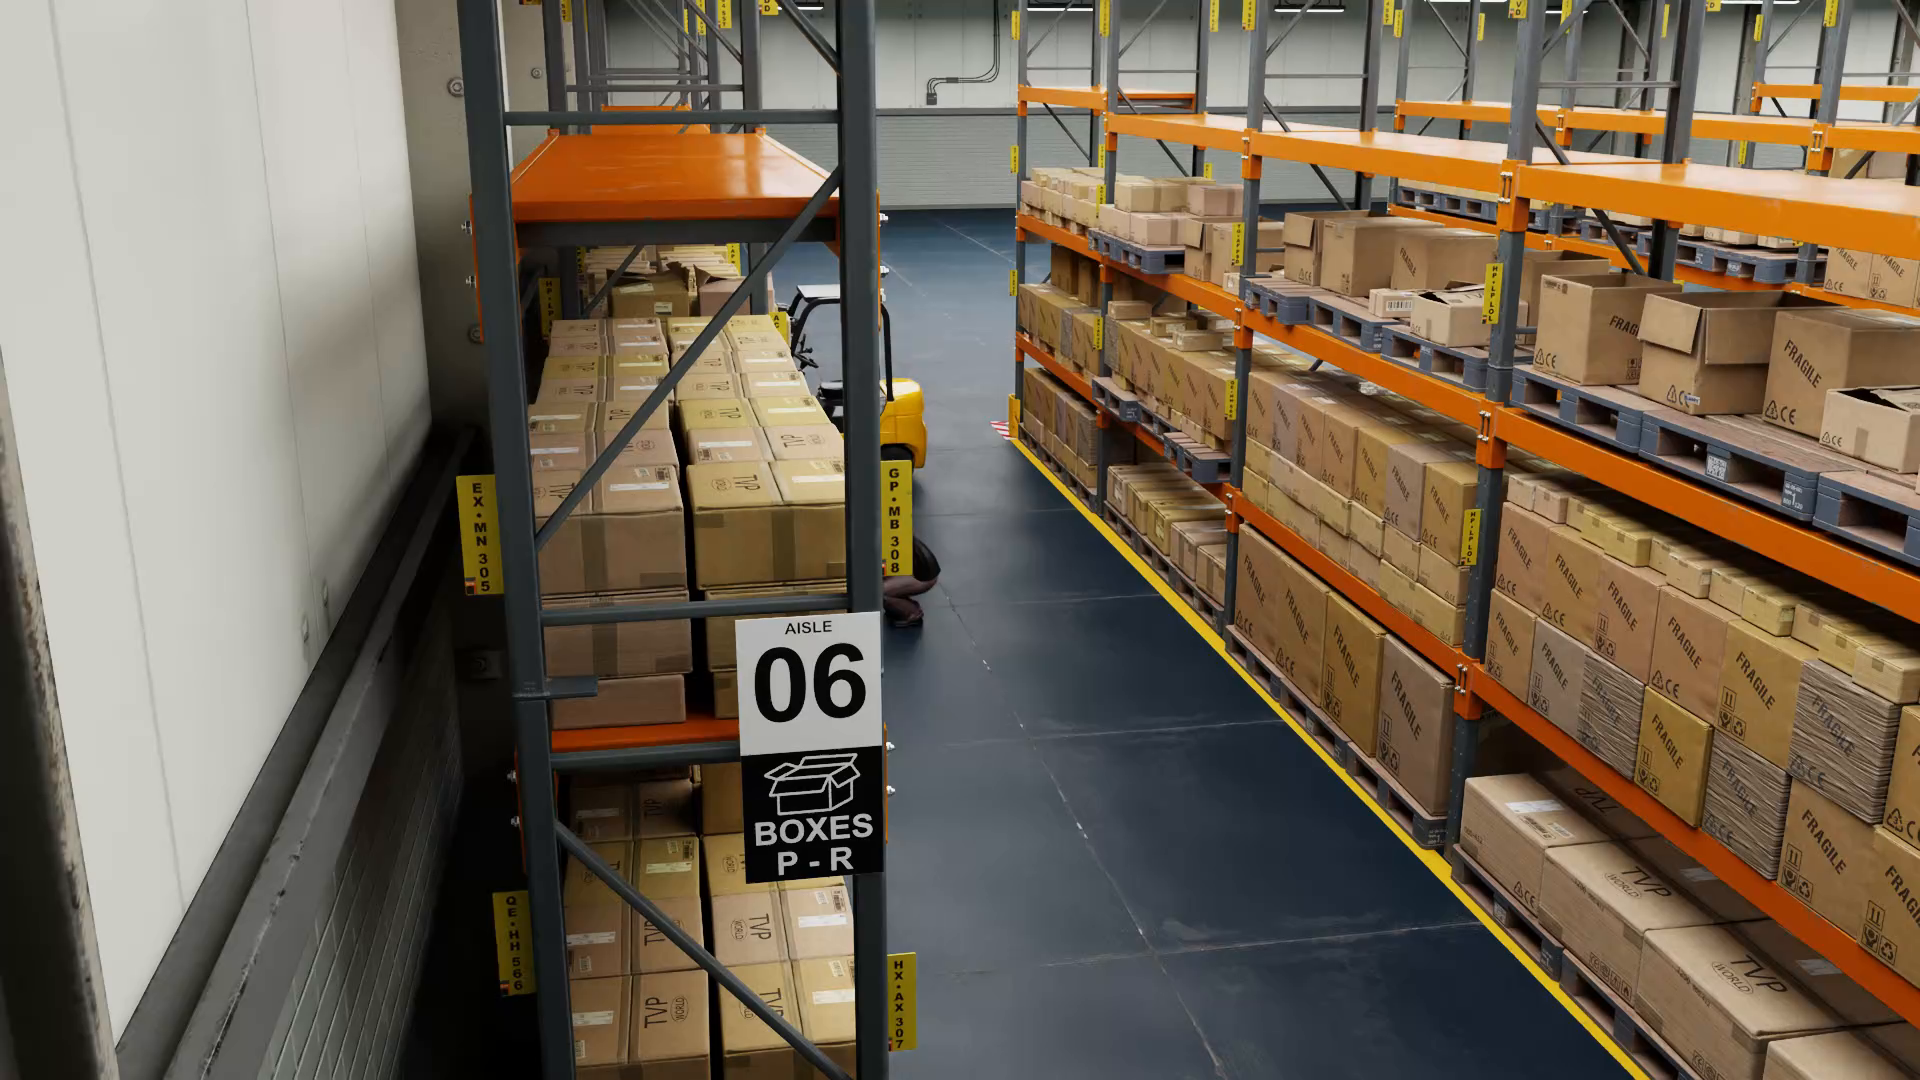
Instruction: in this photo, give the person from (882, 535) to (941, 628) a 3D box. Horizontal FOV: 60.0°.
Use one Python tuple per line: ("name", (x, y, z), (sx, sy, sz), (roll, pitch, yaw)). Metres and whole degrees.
("person", (-0.607, 0.246, 14.108), (0.874, 0.963, 0.540), (-3, 17, -10))
